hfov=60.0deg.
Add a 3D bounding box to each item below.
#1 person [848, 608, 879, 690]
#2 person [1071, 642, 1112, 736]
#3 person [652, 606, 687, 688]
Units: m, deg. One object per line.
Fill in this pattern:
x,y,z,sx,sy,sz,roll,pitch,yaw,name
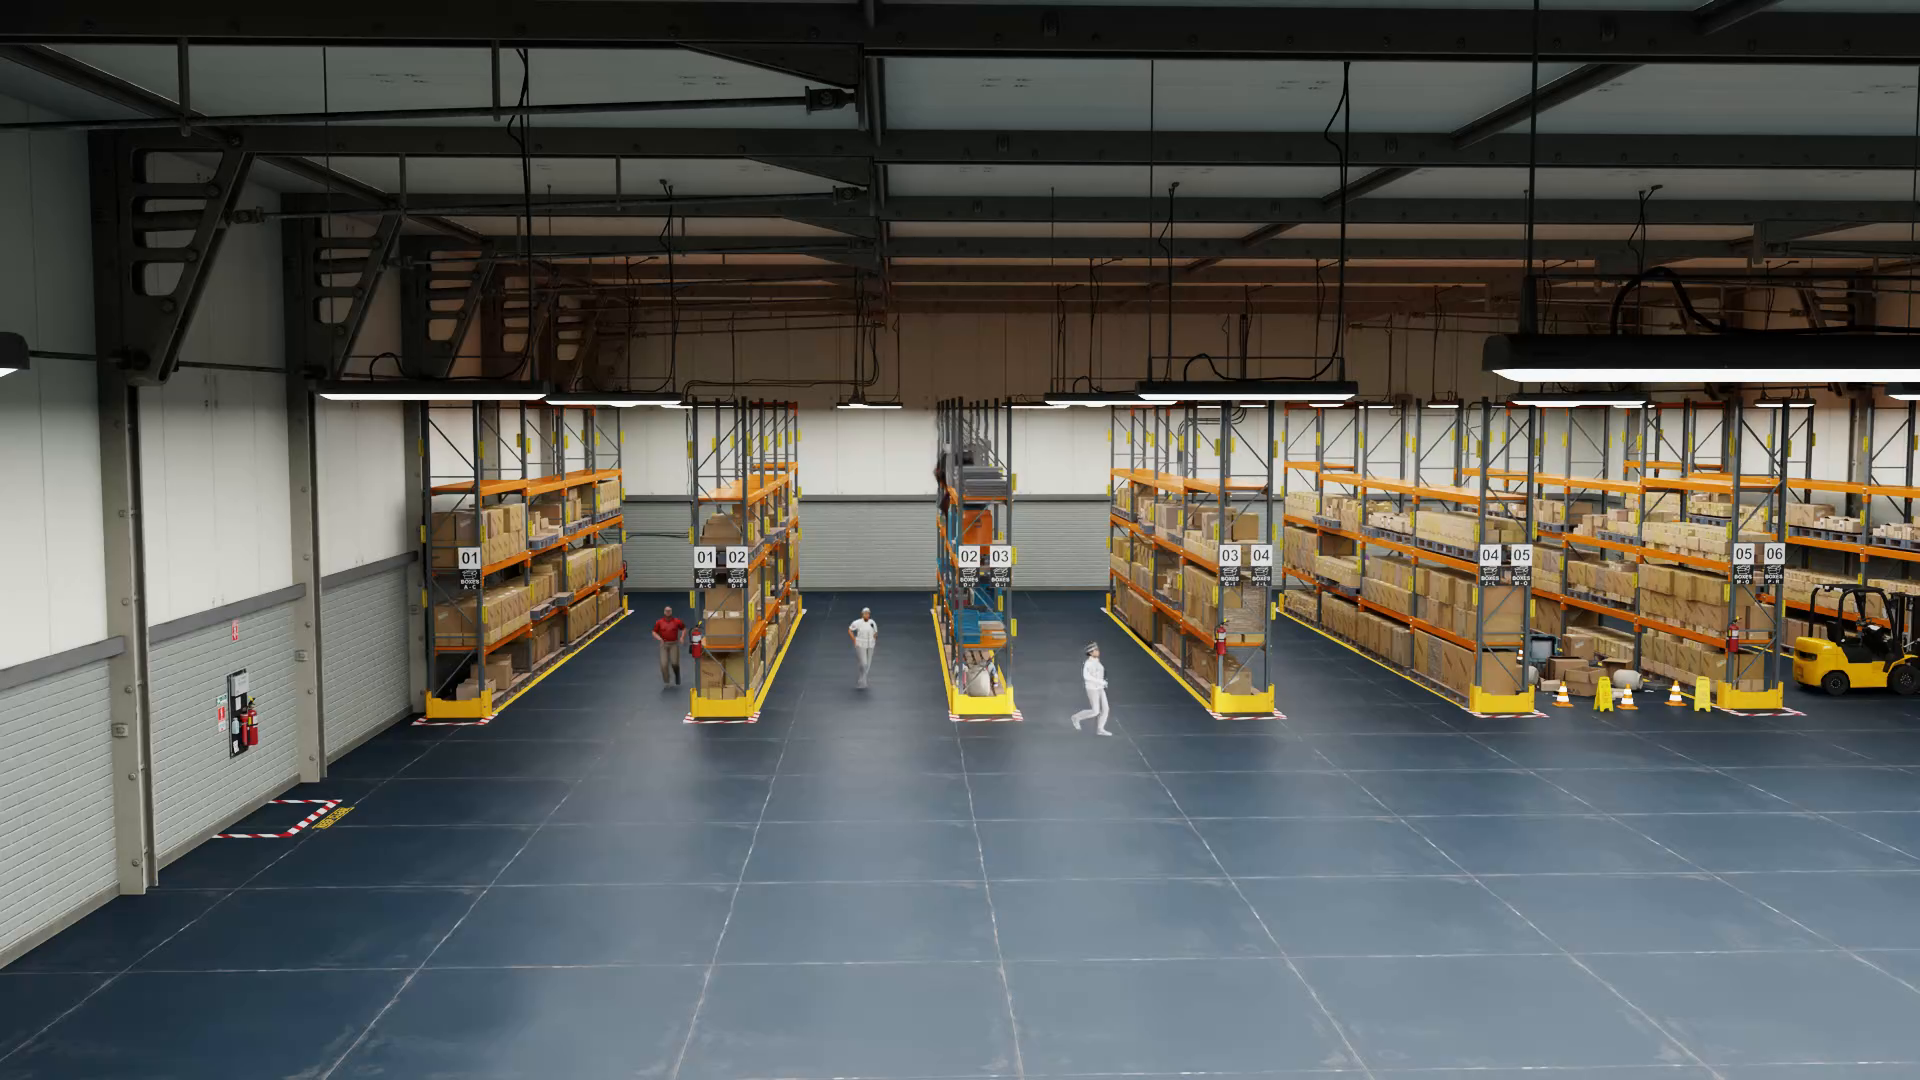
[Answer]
-1.950,2.255,34.384,0.581,1.711,0.674,-2,5,-27,person
2.344,2.623,29.376,0.726,1.652,0.625,2,5,24,person
-6.020,2.225,34.405,0.697,1.690,0.592,0,4,-6,person
